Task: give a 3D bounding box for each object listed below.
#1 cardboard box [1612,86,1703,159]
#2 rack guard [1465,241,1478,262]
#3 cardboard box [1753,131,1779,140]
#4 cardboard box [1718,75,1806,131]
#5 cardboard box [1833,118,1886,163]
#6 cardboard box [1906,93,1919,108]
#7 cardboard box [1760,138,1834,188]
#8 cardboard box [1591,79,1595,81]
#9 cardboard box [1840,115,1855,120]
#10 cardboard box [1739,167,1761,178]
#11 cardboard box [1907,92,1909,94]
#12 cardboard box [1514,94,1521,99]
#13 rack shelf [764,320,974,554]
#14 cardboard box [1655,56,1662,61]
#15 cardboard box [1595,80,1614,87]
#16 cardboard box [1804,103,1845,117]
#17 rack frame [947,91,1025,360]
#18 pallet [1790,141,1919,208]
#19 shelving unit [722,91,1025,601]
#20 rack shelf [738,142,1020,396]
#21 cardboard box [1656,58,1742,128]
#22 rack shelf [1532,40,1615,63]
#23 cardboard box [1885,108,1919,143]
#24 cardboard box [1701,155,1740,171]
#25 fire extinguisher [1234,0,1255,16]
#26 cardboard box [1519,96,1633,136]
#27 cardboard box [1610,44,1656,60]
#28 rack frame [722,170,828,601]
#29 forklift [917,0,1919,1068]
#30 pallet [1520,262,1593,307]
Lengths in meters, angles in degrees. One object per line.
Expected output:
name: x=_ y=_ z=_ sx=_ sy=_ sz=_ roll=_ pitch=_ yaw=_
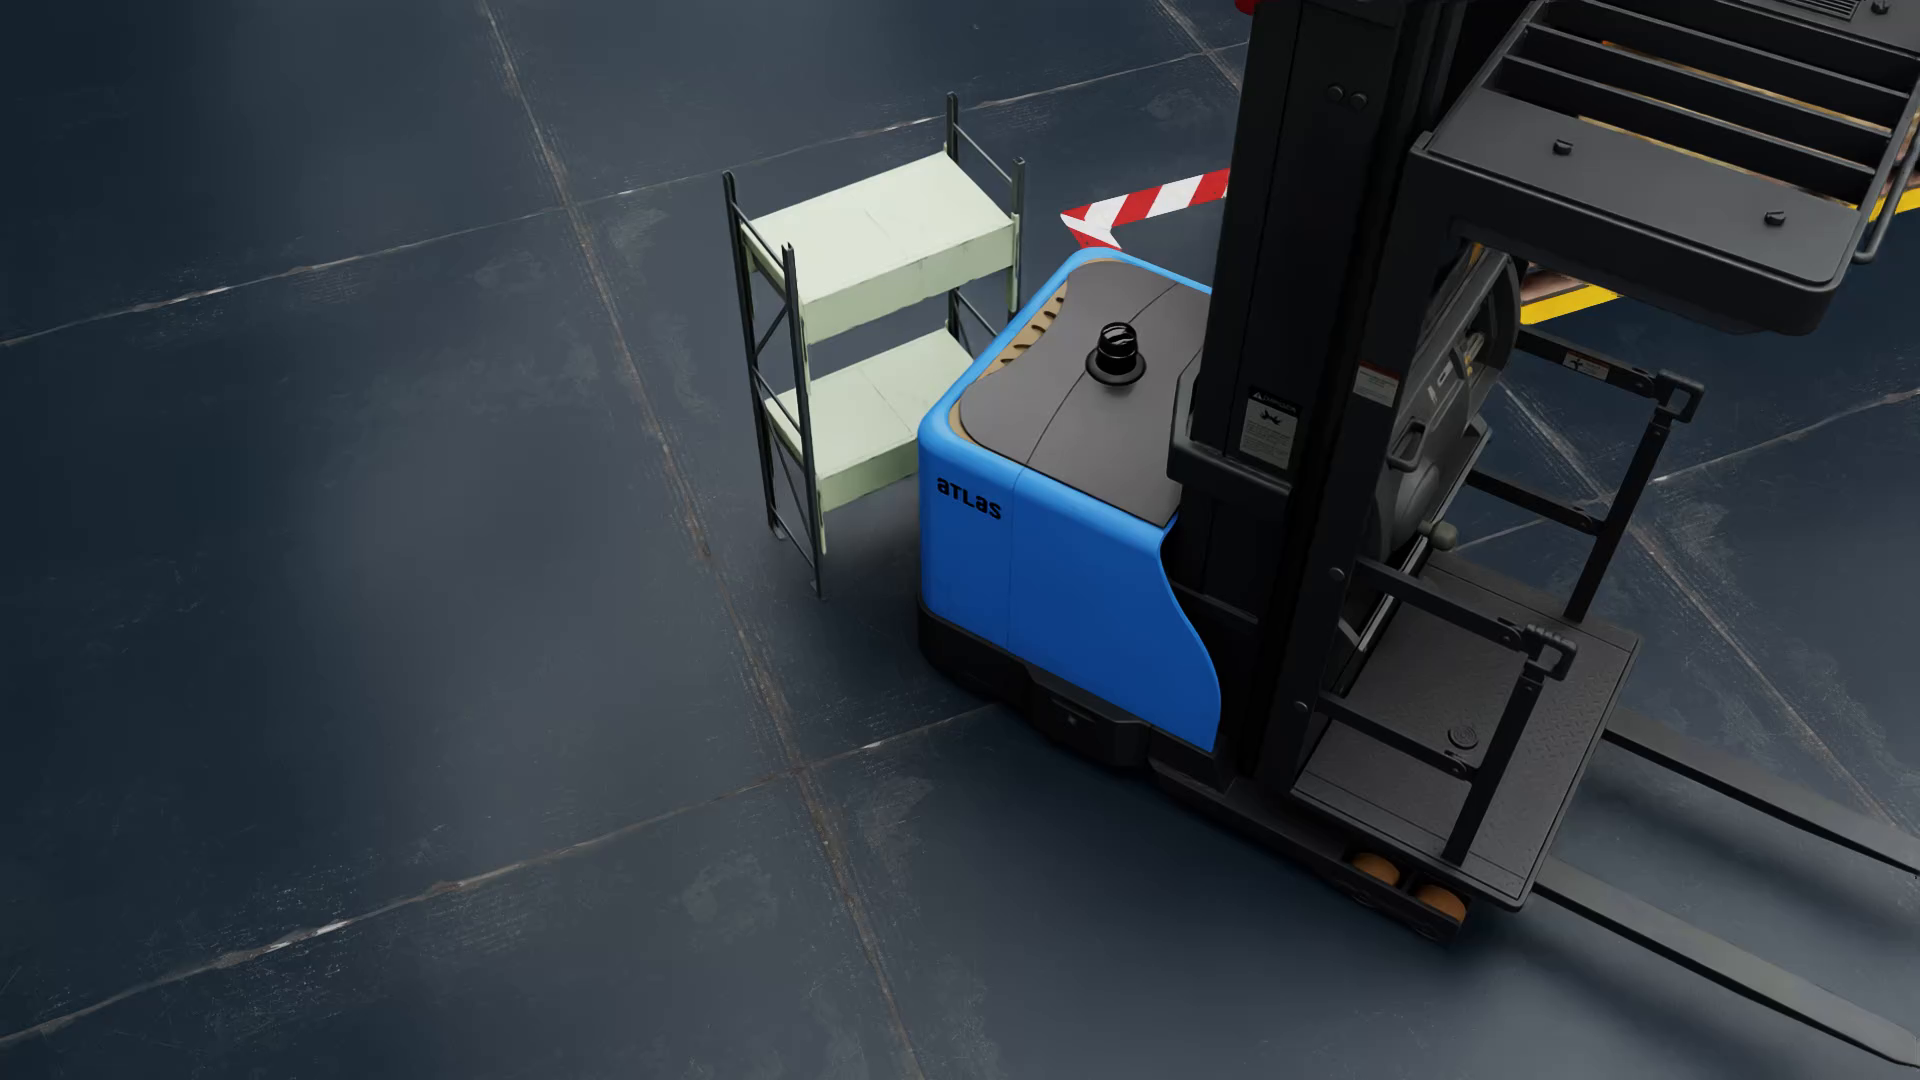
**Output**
cardboard box: x=2.626 y=-1.580 z=6.340 sx=0.250 sy=0.149 sz=0.380 roll=-17 pitch=52 yaw=-14
rack guard: x=1.591 y=-1.328 z=6.561 sx=0.348 sy=0.500 sz=1.175 roll=-17 pitch=52 yaw=-14
cardboard box: x=3.059 y=-1.707 z=6.645 sx=0.250 sy=0.149 sz=0.380 roll=-19 pitch=52 yaw=-16
cardboard box: x=3.084 y=-1.782 z=6.513 sx=0.250 sy=0.149 sz=0.380 roll=-15 pitch=51 yaw=-13
cardboard box: x=3.554 y=-1.707 z=6.841 sx=0.250 sy=0.149 sz=0.380 roll=-17 pitch=52 yaw=-14
cardboard box: x=3.812 y=-1.931 z=6.837 sx=0.250 sy=0.149 sz=0.380 roll=-19 pitch=52 yaw=-16
cardboard box: x=3.307 y=-1.609 z=6.757 sx=0.250 sy=0.149 sz=0.380 roll=-20 pitch=52 yaw=-16
cardboard box: x=2.382 y=-1.927 z=6.834 sx=0.250 sy=0.149 sz=0.380 roll=-19 pitch=52 yaw=-16
cardboard box: x=3.549 y=-1.884 z=6.797 sx=0.250 sy=0.149 sz=0.380 roll=-15 pitch=51 yaw=-13
cardboard box: x=3.044 y=-1.599 z=6.748 sx=0.250 sy=0.149 sz=0.380 roll=-17 pitch=51 yaw=-14
cardboard box: x=3.813 y=-1.959 z=6.665 sx=0.250 sy=0.149 sz=0.380 roll=-19 pitch=52 yaw=-16
cardboard box: x=2.170 y=-1.884 z=6.601 sx=0.250 sy=0.149 sz=0.380 roll=-16 pitch=51 yaw=-14
rack shelf: x=-0.242 y=-0.347 z=5.489 sx=0.720 sy=0.370 sz=0.431 roll=-24 pitch=54 yaw=-20
cardboard box: x=2.857 y=-2.085 z=6.970 sx=0.250 sy=0.149 sz=0.380 roll=-17 pitch=51 yaw=-14
cardboard box: x=2.670 y=-1.932 z=6.838 sx=0.250 sy=0.149 sz=0.380 roll=-18 pitch=52 yaw=-15
cardboard box: x=3.345 y=-1.825 z=6.550 sx=0.250 sy=0.149 sz=0.380 roll=-16 pitch=51 yaw=-14
rack frame: x=0.072 y=-0.702 z=5.364 sx=0.023 sy=1.500 sz=0.400 roll=-24 pitch=54 yaw=-20
pallet: x=3.484 y=-1.789 z=7.147 sx=1.213 sy=0.211 sz=1.003 roll=-17 pitch=52 yaw=-14
shelving unit: x=-0.242 y=-0.559 z=5.242 sx=0.755 sy=1.500 sz=0.431 roll=-24 pitch=54 yaw=-20
rack shelf: x=-0.242 y=-0.814 z=4.946 sx=0.720 sy=0.370 sz=0.431 roll=-24 pitch=54 yaw=-20
cardboard box: x=2.824 y=-1.709 z=6.451 sx=0.250 sy=0.149 sz=0.380 roll=-20 pitch=52 yaw=-16
rack shelf: x=3.372 y=-2.460 z=6.359 sx=4.000 sy=0.370 sz=1.077 roll=-17 pitch=52 yaw=-14
cardboard box: x=3.765 y=-1.799 z=6.920 sx=0.250 sy=0.149 sz=0.380 roll=-16 pitch=51 yaw=-14
cardboard box: x=2.850 y=-1.564 z=6.522 sx=0.250 sy=0.149 sz=0.380 roll=-16 pitch=51 yaw=-13
fire extinguisher: x=1.113 y=-2.225 z=5.981 sx=0.183 sy=0.674 sz=0.296 roll=-17 pitch=52 yaw=-14
cardboard box: x=2.344 y=-1.597 z=6.355 sx=0.250 sy=0.149 sz=0.380 roll=-16 pitch=51 yaw=-14
cardboard box: x=2.625 y=-2.077 z=6.767 sx=0.250 sy=0.149 sz=0.380 roll=-19 pitch=52 yaw=-16
rack frame: x=-0.555 y=-0.417 z=5.119 sx=0.023 sy=1.500 sz=0.400 roll=-24 pitch=54 yaw=-20
forklift: x=1.384 y=-0.277 z=4.056 sx=3.031 sy=2.935 sz=1.130 roll=26 pitch=54 yaw=20
pallet: x=2.357 y=-1.442 z=6.849 sx=1.213 sy=0.211 sz=1.003 roll=-17 pitch=52 yaw=-14
